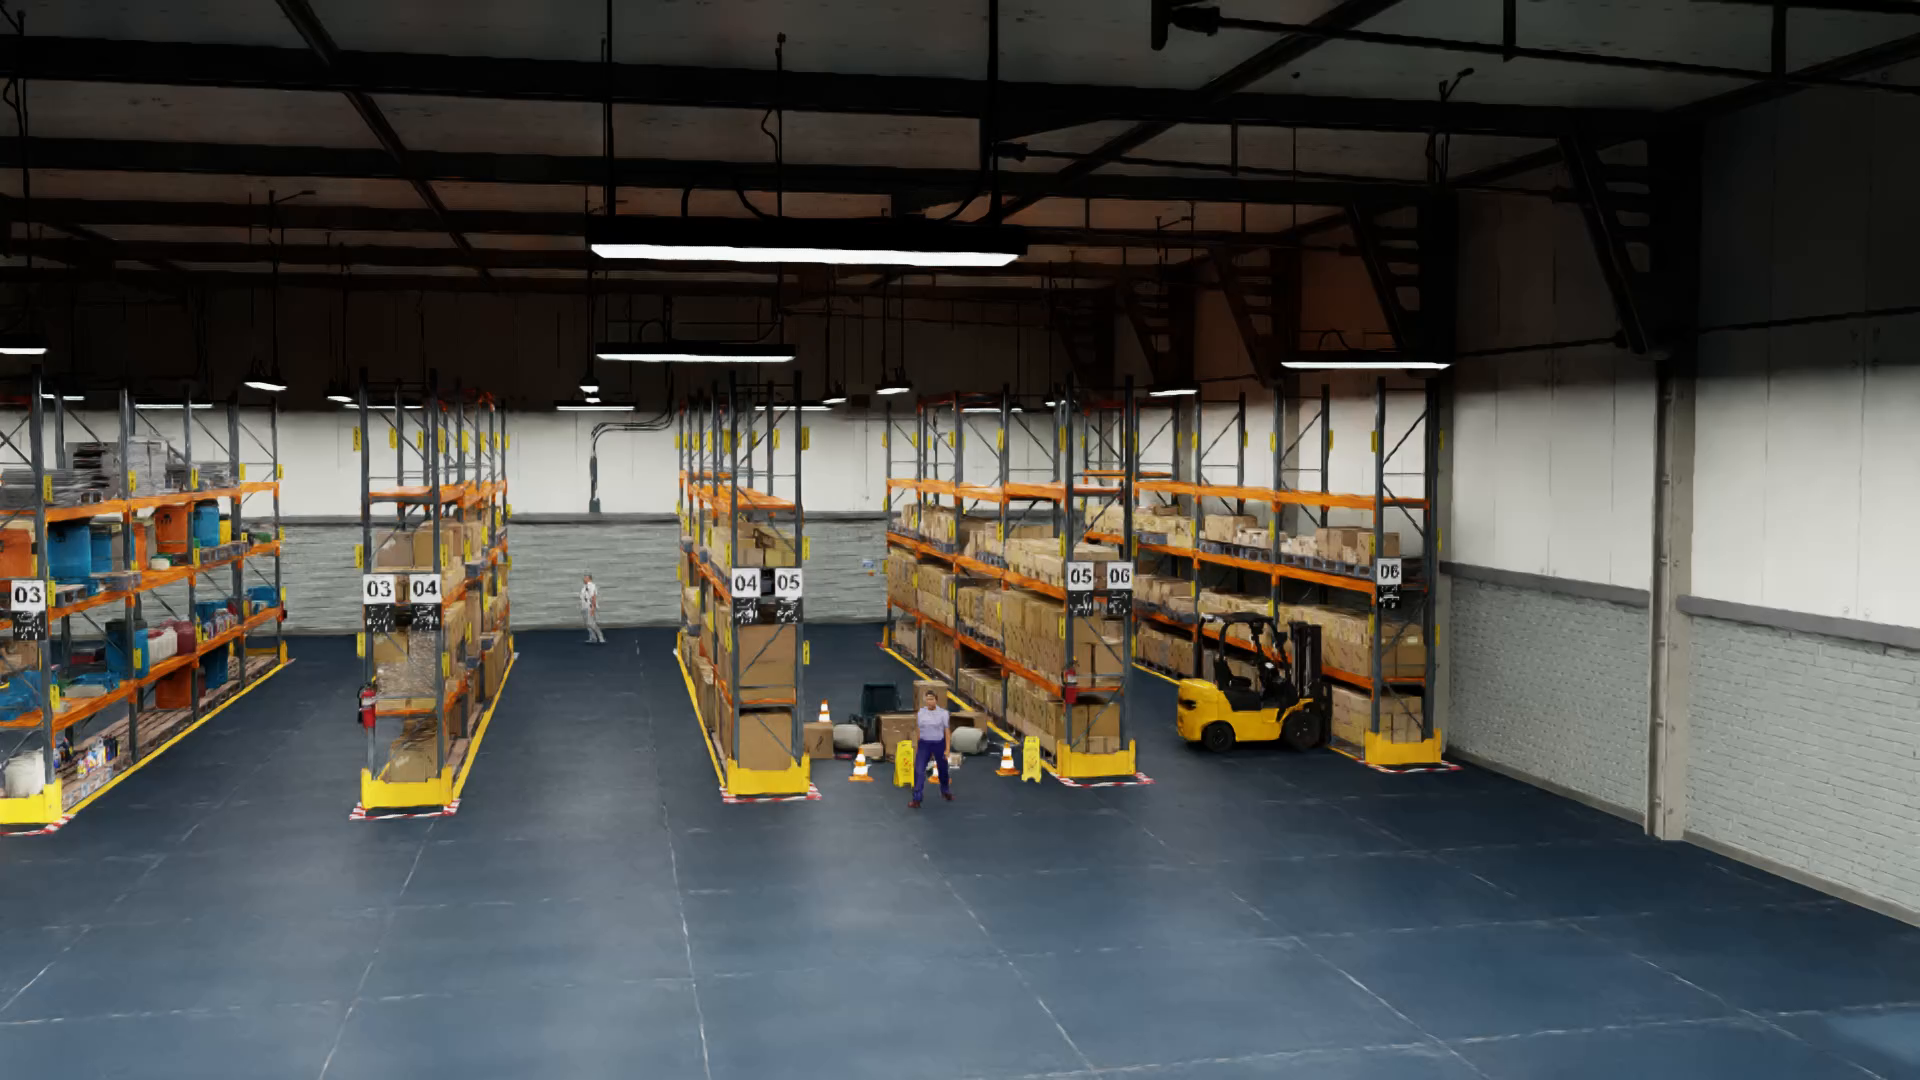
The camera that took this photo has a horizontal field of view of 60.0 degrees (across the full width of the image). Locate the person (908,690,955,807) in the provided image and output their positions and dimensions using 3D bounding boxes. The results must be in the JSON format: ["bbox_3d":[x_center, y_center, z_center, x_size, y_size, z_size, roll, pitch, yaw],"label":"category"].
[{"bbox_3d":[-0.377,2.844,22.861,0.519,1.595,0.935,1,3,12],"label":"person"}]

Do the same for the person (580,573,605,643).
[{"bbox_3d":[-9.081,1.680,41.050,0.510,1.736,0.700,-3,4,-40],"label":"person"}]
